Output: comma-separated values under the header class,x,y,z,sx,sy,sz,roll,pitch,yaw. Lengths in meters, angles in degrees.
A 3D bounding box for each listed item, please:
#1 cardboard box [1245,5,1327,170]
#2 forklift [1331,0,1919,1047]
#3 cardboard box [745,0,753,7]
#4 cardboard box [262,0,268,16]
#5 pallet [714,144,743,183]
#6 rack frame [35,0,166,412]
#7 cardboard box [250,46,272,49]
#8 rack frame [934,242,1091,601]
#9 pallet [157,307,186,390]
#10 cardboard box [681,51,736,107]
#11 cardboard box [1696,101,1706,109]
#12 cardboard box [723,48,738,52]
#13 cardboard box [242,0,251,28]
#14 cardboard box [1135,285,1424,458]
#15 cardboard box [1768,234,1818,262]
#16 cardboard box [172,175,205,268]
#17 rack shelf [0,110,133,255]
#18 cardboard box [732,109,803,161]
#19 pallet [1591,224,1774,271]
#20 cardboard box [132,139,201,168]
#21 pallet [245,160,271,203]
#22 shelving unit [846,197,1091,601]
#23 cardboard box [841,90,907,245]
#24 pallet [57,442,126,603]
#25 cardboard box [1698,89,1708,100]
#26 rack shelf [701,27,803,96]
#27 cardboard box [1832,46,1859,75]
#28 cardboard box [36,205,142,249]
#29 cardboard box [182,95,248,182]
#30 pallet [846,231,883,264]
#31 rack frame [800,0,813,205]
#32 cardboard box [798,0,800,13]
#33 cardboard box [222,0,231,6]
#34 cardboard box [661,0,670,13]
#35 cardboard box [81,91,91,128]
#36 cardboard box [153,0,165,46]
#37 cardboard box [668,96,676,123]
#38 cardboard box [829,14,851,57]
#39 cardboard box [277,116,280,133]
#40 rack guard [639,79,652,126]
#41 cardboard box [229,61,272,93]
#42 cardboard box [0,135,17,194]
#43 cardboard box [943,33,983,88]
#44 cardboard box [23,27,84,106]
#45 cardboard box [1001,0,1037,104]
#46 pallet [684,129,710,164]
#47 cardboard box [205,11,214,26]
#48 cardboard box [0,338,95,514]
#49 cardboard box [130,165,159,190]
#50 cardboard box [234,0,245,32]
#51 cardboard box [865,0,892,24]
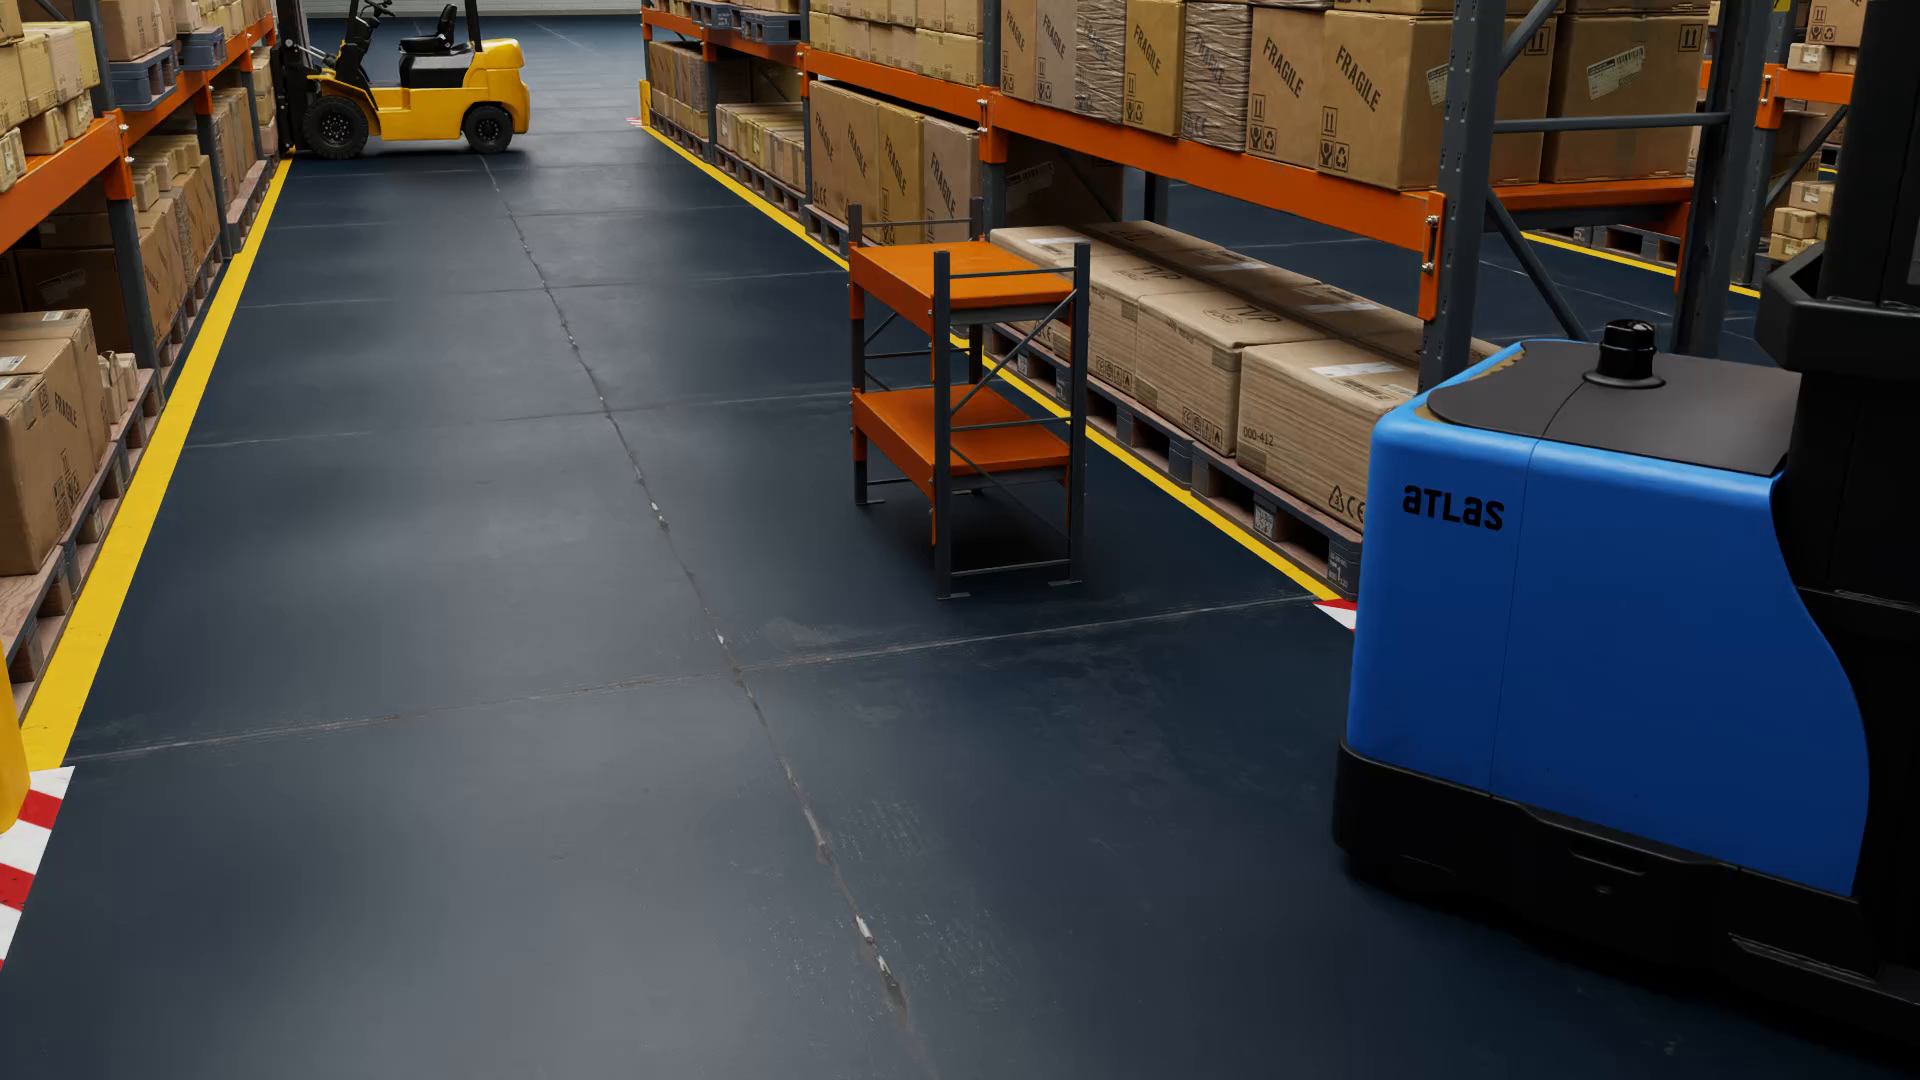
class,x,y,z,sx,sy,sz,roll,pitch,yaw
cardboard box,1.319,-1.540,5.619,0.500,0.500,0.500,-7,21,-18
forklift,2.341,-0.463,2.870,3.031,2.935,1.130,14,24,34
cardboard box,-1.538,-4.419,13.533,0.380,0.149,0.250,-7,21,-19
cardboard box,-7.317,-5.559,16.808,0.500,0.500,0.500,-6,21,-15
pallet,-1.661,-3.492,15.327,1.003,0.211,1.213,-6,21,-17
rack frame,-4.103,-1.959,6.932,1.000,3.000,0.127,-6,21,-17
cardboard box,-7.434,-5.069,17.559,0.500,0.250,0.500,-6,21,-15
rack frame,0.162,-0.364,5.266,0.500,1.125,0.032,-6,21,-17
pallet,-4.395,-0.903,8.119,1.003,0.211,1.213,-6,21,-17
cardboard box,-2.509,-4.635,16.721,0.500,0.500,0.500,-6,21,-16
cardboard box,5.124,-2.856,11.396,0.500,0.250,0.500,-6,21,-16
cardboard box,-2.177,-4.866,17.364,0.500,0.500,0.500,-5,20,-14
cardboard box,-6.509,-4.743,14.536,0.500,0.500,0.500,-7,21,-19
cardboard box,1.267,-0.689,6.567,0.875,0.438,0.875,-6,21,-16
cardboard box,5.084,-1.751,9.949,0.380,0.149,0.250,-7,21,-20
cardboard box,-4.709,-1.821,9.626,0.500,0.500,0.500,-5,20,-15
rack shelf,-3.475,-0.978,5.267,1.077,0.370,4.000,-6,21,-17
cardboard box,-1.510,-3.617,14.815,0.950,0.372,0.625,-5,20,-14
pallet,5.029,-1.983,11.125,1.003,0.211,1.213,-6,21,-17
cardboard box,-4.850,-2.353,10.147,0.380,0.149,0.250,-8,21,-20
pallet,-6.349,-2.981,13.904,1.003,0.211,1.213,-6,21,-17
shelving unit,0.002,-0.527,5.720,0.538,1.125,1.048,-6,21,-17
cardboard box,-0.235,-2.451,10.826,0.875,0.875,0.875,-6,21,-17
pallet,-3.501,-0.033,5.698,1.003,0.211,1.213,-6,21,-17
cardboard box,7.982,-4.604,17.344,0.700,0.500,0.500,-8,21,-22
rack shelf,-1.278,-4.074,13.886,1.077,0.370,4.000,-6,21,-17
cardboard box,5.205,-2.727,9.442,0.380,0.149,0.250,-6,21,-16
cardboard box,-3.963,-1.428,7.573,0.380,0.149,0.250,-5,20,-15
cardboard box,-6.207,-3.190,13.252,0.875,0.625,0.625,-7,21,-18
pallet,-0.094,-1.807,10.634,1.003,0.211,1.213,-6,21,-17
rack frame,-0.650,-3.771,11.977,1.000,3.000,0.127,-6,21,-17
cardboard box,-0.976,-3.930,12.172,0.380,0.149,0.250,-6,21,-15
cardboard box,-5.897,-4.231,12.741,0.500,0.250,0.500,-6,21,-16
cardboard box,-3.005,-5.750,17.859,0.380,0.149,0.250,-6,21,-16
cardboard box,-3.661,-1.684,6.538,0.380,0.149,0.250,-6,21,-16
cardboard box,-4.176,-2.580,8.239,0.396,0.266,0.258,-5,20,-15
cardboard box,-2.836,-4.615,17.774,0.500,0.250,0.500,-5,20,-14
cardboard box,-0.556,-3.354,11.038,0.500,0.250,0.500,-7,21,-19
cardboard box,-6.947,-4.109,16.367,0.500,0.250,0.500,-6,21,-15
rack guard,-3.140,-5.137,19.480,1.175,0.500,0.348,-6,21,-17
cardboard box,-6.623,-4.254,15.289,0.500,0.250,0.500,-6,21,-17
cardboard box,-3.047,-1.110,4.941,0.380,0.149,0.250,-7,21,-19
cardboard box,0.227,-2.534,8.755,0.500,0.250,0.500,-7,21,-18
cardboard box,-3.540,-1.731,6.081,0.500,0.250,0.500,-6,21,-17
cardboard box,0.507,-2.356,7.890,0.500,0.500,0.500,-6,21,-15
pallet,-2.152,-3.954,16.612,1.003,0.211,1.213,-6,21,-17
cardboard box,-5.421,-3.502,11.451,0.500,0.250,0.500,-7,21,-18
cardboard box,-3.251,-0.361,5.562,0.500,0.500,0.500,-6,21,-16
cardboard box,-4.546,-1.924,8.954,0.380,0.149,0.250,-6,21,-17
cardboard box,-6.211,-4.321,13.732,0.500,0.250,0.500,-6,21,-16
cardboard box,-0.272,-3.255,10.024,0.500,0.250,0.500,-6,21,-16
